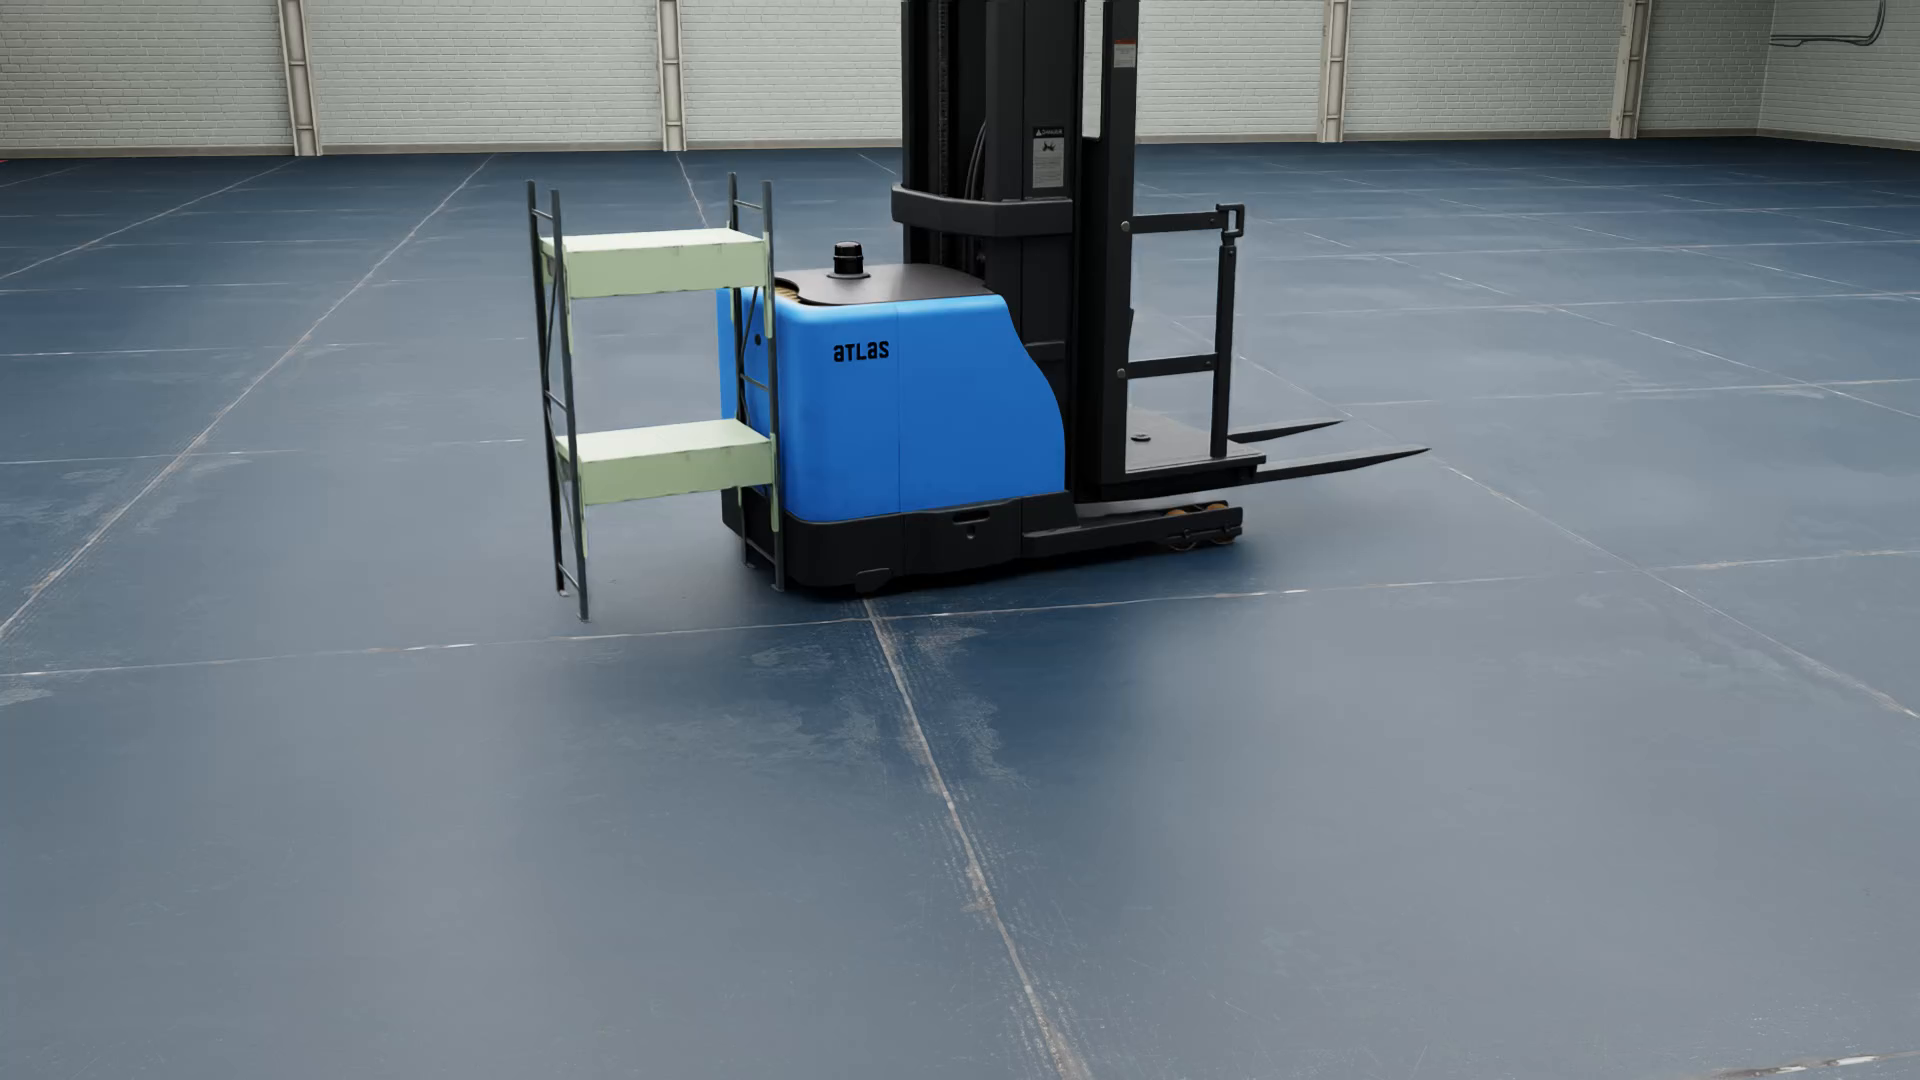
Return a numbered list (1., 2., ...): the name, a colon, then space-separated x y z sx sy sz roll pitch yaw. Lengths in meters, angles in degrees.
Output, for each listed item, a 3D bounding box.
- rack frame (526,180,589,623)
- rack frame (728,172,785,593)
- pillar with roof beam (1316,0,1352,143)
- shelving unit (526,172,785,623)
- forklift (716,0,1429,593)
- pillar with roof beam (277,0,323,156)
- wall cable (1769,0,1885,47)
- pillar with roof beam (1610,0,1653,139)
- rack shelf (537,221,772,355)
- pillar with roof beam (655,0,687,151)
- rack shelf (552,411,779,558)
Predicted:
1. rack frame: -1.406 -0.477 5.811 0.023 1.500 0.400 -8 19 -25
2. rack frame: -0.749 -0.572 6.121 0.023 1.500 0.400 -8 19 -25
3. pillar with roof beam: 7.674 -10.458 25.536 0.400 9.000 9.100 -3 17 -10
4. shelving unit: -1.077 -0.525 5.966 0.755 1.500 0.431 -8 19 -25
5. forklift: 0.580 -1.485 6.655 3.031 2.935 1.130 -8 19 -25
6. pillar with roof beam: -9.999 -9.456 22.272 0.400 9.000 9.100 -3 17 -10
7. wall cable: 15.892 -10.332 30.413 0.112 2.526 3.097 -3 17 -10
8. pillar with roof beam: 13.565 -10.793 26.624 0.400 9.000 9.100 -3 17 -10
9. rack shelf: -1.077 -0.898 5.852 0.720 0.370 0.431 -8 19 -25
10. pillar with roof beam: -4.108 -9.790 23.360 0.400 9.000 9.100 -3 17 -10
11. rack shelf: -1.077 -0.213 6.062 0.720 0.370 0.431 -8 19 -25
